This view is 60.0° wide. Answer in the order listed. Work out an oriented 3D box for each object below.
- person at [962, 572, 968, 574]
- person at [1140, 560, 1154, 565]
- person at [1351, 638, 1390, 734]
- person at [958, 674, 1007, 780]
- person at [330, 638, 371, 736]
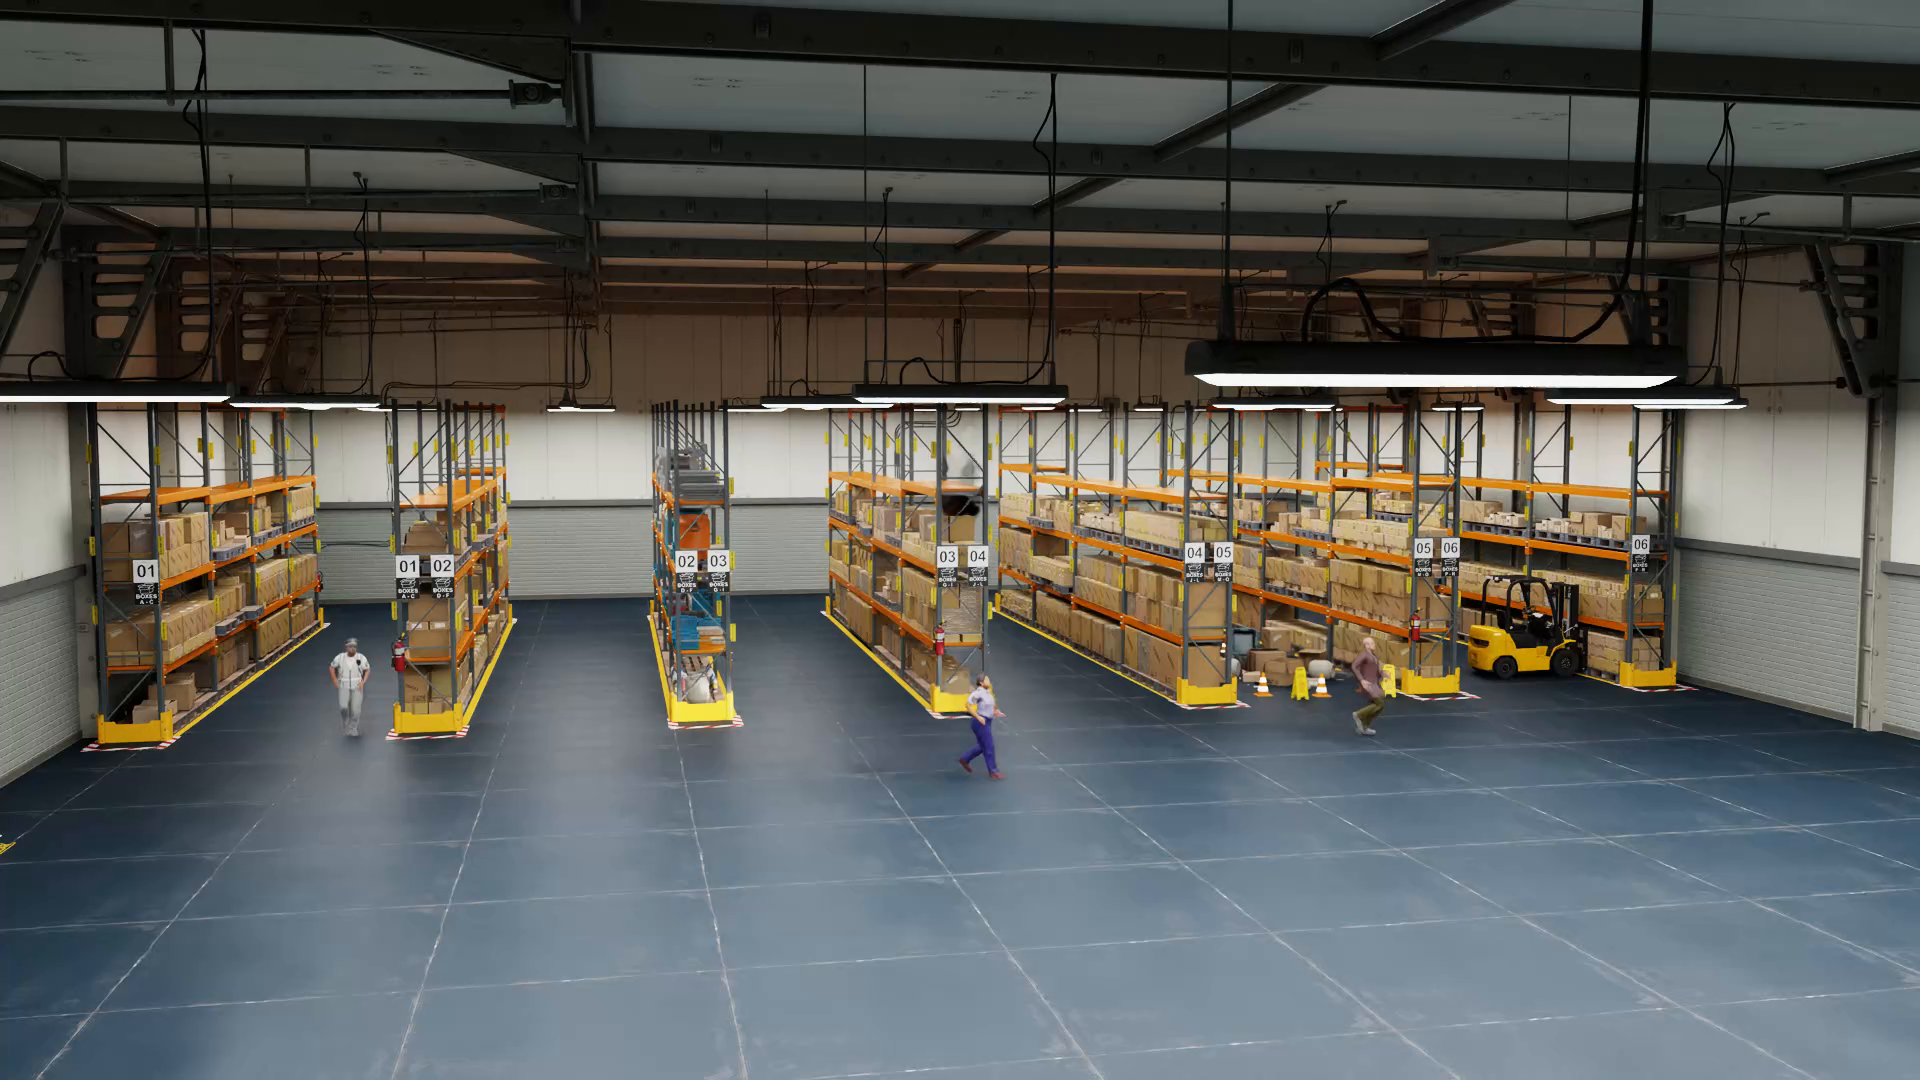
[{"bbox_3d":[-0.050,1.300,47.744,0.624,1.653,0.835,1,5,17],"label":"person"},{"bbox_3d":[5.727,1.040,51.008,0.910,1.645,0.642,1,4,7],"label":"person"},{"bbox_3d":[7.363,2.614,29.712,0.620,1.737,0.702,3,5,31],"label":"person"},{"bbox_3d":[0.343,2.926,26.199,0.837,1.643,0.617,1,4,15],"label":"person"},{"bbox_3d":[-10.848,2.619,29.597,0.684,1.748,0.586,-2,5,-20],"label":"person"}]
